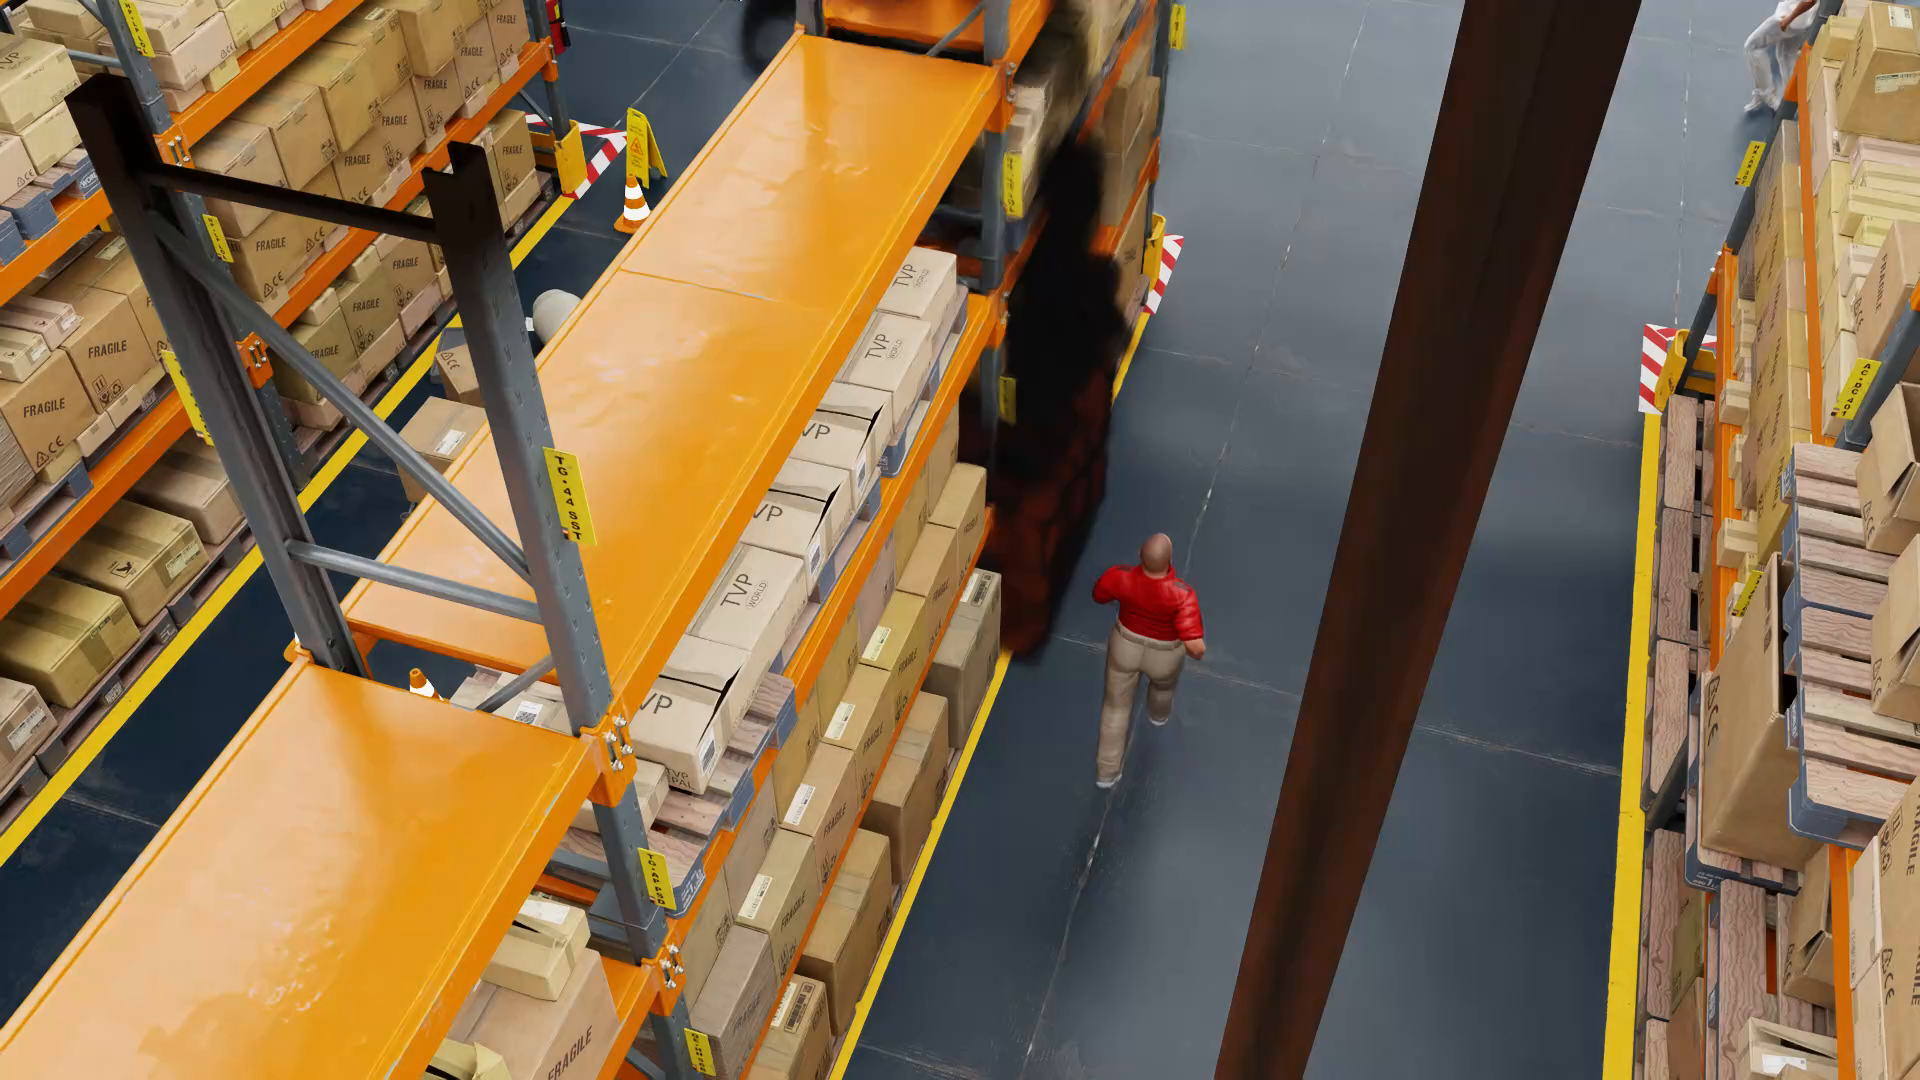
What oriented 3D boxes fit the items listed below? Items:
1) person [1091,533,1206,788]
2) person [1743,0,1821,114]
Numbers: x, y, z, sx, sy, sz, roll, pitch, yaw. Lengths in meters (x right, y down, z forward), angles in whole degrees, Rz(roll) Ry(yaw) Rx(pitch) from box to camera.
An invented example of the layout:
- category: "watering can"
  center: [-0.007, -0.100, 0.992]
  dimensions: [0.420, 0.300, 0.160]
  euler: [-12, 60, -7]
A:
- category: "person"
  center: [1.005, 0.587, 8.943]
  dimensions: [0.661, 1.767, 0.918]
  euler: [13, 47, 12]
- category: "person"
  center: [7.146, -4.499, 14.323]
  dimensions: [0.724, 1.789, 0.695]
  euler: [-30, 53, -26]
